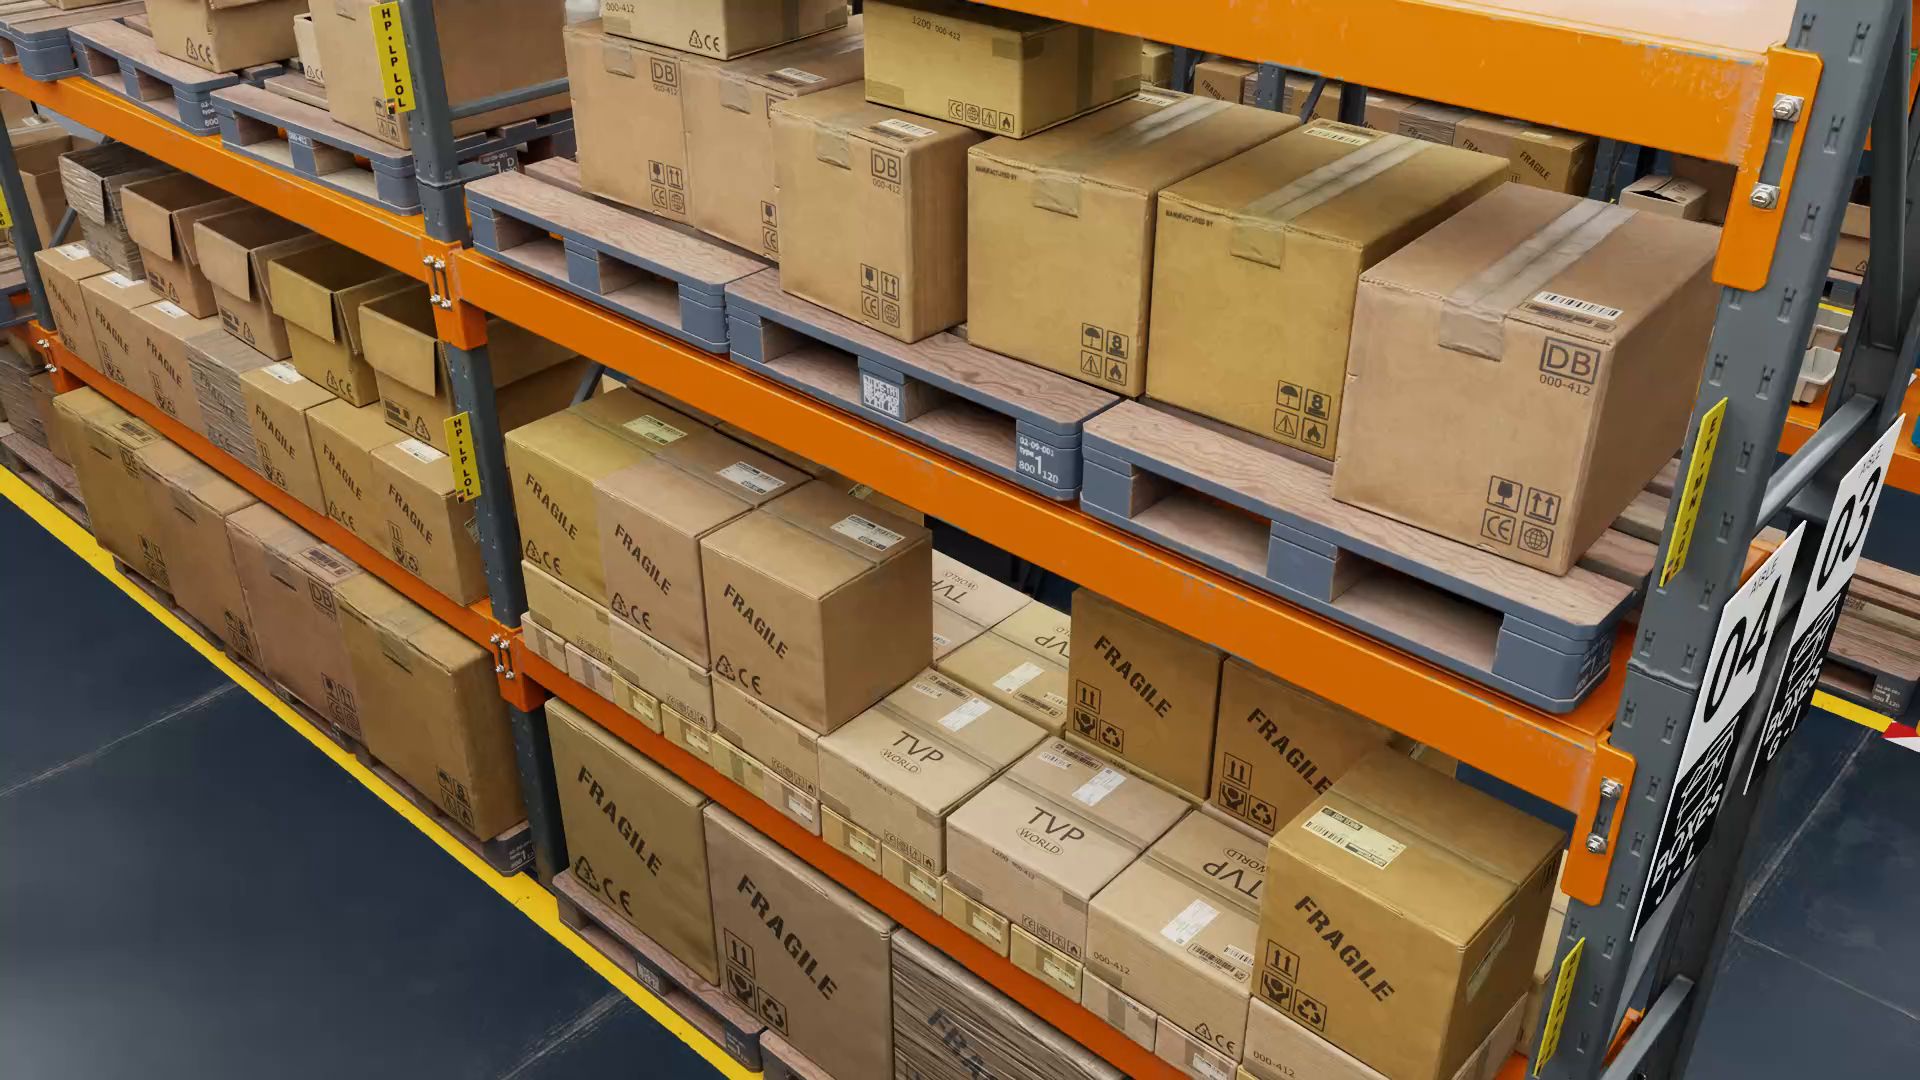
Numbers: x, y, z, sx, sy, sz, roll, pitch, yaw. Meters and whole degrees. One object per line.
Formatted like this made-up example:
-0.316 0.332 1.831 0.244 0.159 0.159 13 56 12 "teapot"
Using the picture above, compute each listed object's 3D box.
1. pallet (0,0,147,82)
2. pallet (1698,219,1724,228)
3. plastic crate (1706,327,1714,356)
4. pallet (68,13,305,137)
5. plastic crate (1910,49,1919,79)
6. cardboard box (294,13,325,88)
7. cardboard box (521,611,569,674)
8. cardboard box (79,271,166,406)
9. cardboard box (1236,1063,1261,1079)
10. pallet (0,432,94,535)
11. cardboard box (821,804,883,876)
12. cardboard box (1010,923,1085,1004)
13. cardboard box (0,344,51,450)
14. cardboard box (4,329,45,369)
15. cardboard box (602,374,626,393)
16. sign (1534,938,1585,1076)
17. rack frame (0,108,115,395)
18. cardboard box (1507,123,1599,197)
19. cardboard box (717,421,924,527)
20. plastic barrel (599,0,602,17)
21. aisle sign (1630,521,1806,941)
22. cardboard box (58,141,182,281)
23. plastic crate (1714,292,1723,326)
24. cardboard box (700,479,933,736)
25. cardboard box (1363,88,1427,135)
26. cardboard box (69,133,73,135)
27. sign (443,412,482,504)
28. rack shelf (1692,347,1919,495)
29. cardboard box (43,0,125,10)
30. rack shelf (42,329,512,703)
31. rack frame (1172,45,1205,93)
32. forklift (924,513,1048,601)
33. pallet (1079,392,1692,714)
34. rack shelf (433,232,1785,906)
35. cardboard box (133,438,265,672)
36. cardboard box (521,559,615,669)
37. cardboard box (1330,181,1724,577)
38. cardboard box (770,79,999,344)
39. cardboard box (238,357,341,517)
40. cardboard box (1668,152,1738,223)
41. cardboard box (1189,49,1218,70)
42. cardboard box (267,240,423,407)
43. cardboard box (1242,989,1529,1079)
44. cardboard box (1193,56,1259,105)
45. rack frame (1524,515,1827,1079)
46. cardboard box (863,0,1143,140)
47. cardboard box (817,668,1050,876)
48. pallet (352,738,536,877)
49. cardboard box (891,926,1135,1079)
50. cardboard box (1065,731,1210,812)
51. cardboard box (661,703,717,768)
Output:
-3.818 -2.420 7.636 1.003 0.211 1.213 27 40 37 "pallet"
5.794 -2.388 13.012 1.213 0.211 1.003 25 39 35 "pallet"
3.538 -0.957 8.129 0.250 0.136 0.298 25 39 35 "plastic crate"
-2.986 -2.034 6.995 1.213 0.211 1.003 27 40 37 "pallet"
4.002 -1.970 6.911 0.336 0.188 0.450 25 39 35 "plastic crate"
-2.118 -1.875 6.226 0.500 0.311 0.500 24 38 34 "cardboard box"
-1.369 0.304 6.081 0.250 0.149 0.380 25 39 35 "cardboard box"
-3.769 -1.011 7.924 0.500 0.500 0.500 24 38 34 "cardboard box"
0.922 1.372 4.307 0.250 0.149 0.380 25 39 36 "cardboard box"
-4.909 -0.494 9.866 1.213 0.211 1.003 25 39 35 "pallet"
-0.212 0.842 5.186 0.250 0.149 0.380 24 38 34 "cardboard box"
0.358 1.108 4.745 0.250 0.149 0.380 24 39 34 "cardboard box"
-5.261 -0.947 9.912 0.500 0.500 0.700 21 37 31 "cardboard box"
-5.248 -1.257 9.700 0.500 0.250 0.500 -24 39 -34 "cardboard box"
-1.538 -0.331 6.795 0.500 0.500 0.500 25 39 35 "cardboard box"
1.226 0.956 3.402 0.005 0.325 0.100 25 39 35 "sign"
-4.331 -1.418 8.697 0.127 3.000 1.000 25 39 35 "rack frame"
4.727 -2.999 13.321 0.500 0.500 0.500 25 39 35 "cardboard box"
-0.476 -0.186 5.781 0.500 0.500 0.500 25 39 36 "cardboard box"
-2.546 -3.936 12.748 0.433 0.535 0.433 0 31 0 "plastic barrel"
1.453 0.377 3.196 0.004 0.787 0.394 25 39 35 "aisle sign"
-3.799 -1.631 7.982 0.637 0.503 0.797 27 40 37 "cardboard box"
3.986 -1.164 8.380 0.300 0.233 0.416 25 39 35 "plastic crate"
-0.432 0.197 5.144 0.500 0.500 0.500 24 38 34 "cardboard box"
3.616 -3.522 14.190 0.500 0.500 0.500 24 38 34 "cardboard box"
-5.419 -2.202 9.737 0.500 0.250 0.500 24 38 34 "cardboard box"
-1.722 -0.285 5.769 0.005 0.325 0.100 25 39 35 "sign"
3.442 -0.927 8.579 4.000 0.370 1.077 25 39 35 "rack shelf"
-3.830 -2.744 7.484 0.797 0.503 0.637 -27 40 -37 "cardboard box"
-2.848 -0.418 7.733 4.000 0.370 1.077 25 39 35 "rack shelf"
2.320 -5.205 14.988 0.127 3.000 1.000 25 39 35 "rack frame"
-0.145 -0.943 7.974 1.130 2.935 3.031 7 32 11 "forklift"
1.044 -0.149 3.767 1.213 0.211 1.003 25 39 35 "pallet"
0.118 -0.318 4.660 4.000 0.370 1.077 25 39 35 "rack shelf"
-3.177 -0.129 8.209 0.875 0.875 1.225 25 39 35 "cardboard box"
-1.192 0.166 5.923 0.500 0.250 0.500 24 39 34 "cardboard box"
1.179 -0.359 3.429 0.500 0.500 0.700 22 38 32 "cardboard box"
-0.056 -0.913 4.350 0.500 0.500 0.700 27 40 37 "cardboard box"
-2.649 -0.486 7.052 0.500 0.500 0.500 25 39 35 "cardboard box"
5.898 -2.849 13.072 0.500 0.500 0.500 25 39 35 "cardboard box"
2.128 -4.741 15.931 0.500 0.311 0.500 27 40 37 "cardboard box"
-2.345 -0.966 6.877 0.637 0.503 0.797 26 39 36 "cardboard box"
1.063 1.221 4.170 0.500 0.250 0.500 24 39 34 "cardboard box"
2.465 -4.056 15.076 0.500 0.500 0.500 27 40 37 "cardboard box"
1.601 1.351 4.098 0.127 3.000 1.000 25 39 35 "rack frame"
0.110 -1.224 4.139 0.500 0.250 0.500 24 38 34 "cardboard box"
-0.079 0.691 5.051 0.500 0.250 0.500 25 39 35 "cardboard box"
-1.988 0.923 7.512 1.213 0.211 1.003 25 39 35 "pallet"
0.398 1.575 5.378 0.875 0.875 0.875 25 39 35 "cardboard box"
0.666 0.666 5.093 0.500 0.250 0.500 24 38 34 "cardboard box"
-0.782 0.576 5.629 0.250 0.149 0.380 24 38 34 "cardboard box"
